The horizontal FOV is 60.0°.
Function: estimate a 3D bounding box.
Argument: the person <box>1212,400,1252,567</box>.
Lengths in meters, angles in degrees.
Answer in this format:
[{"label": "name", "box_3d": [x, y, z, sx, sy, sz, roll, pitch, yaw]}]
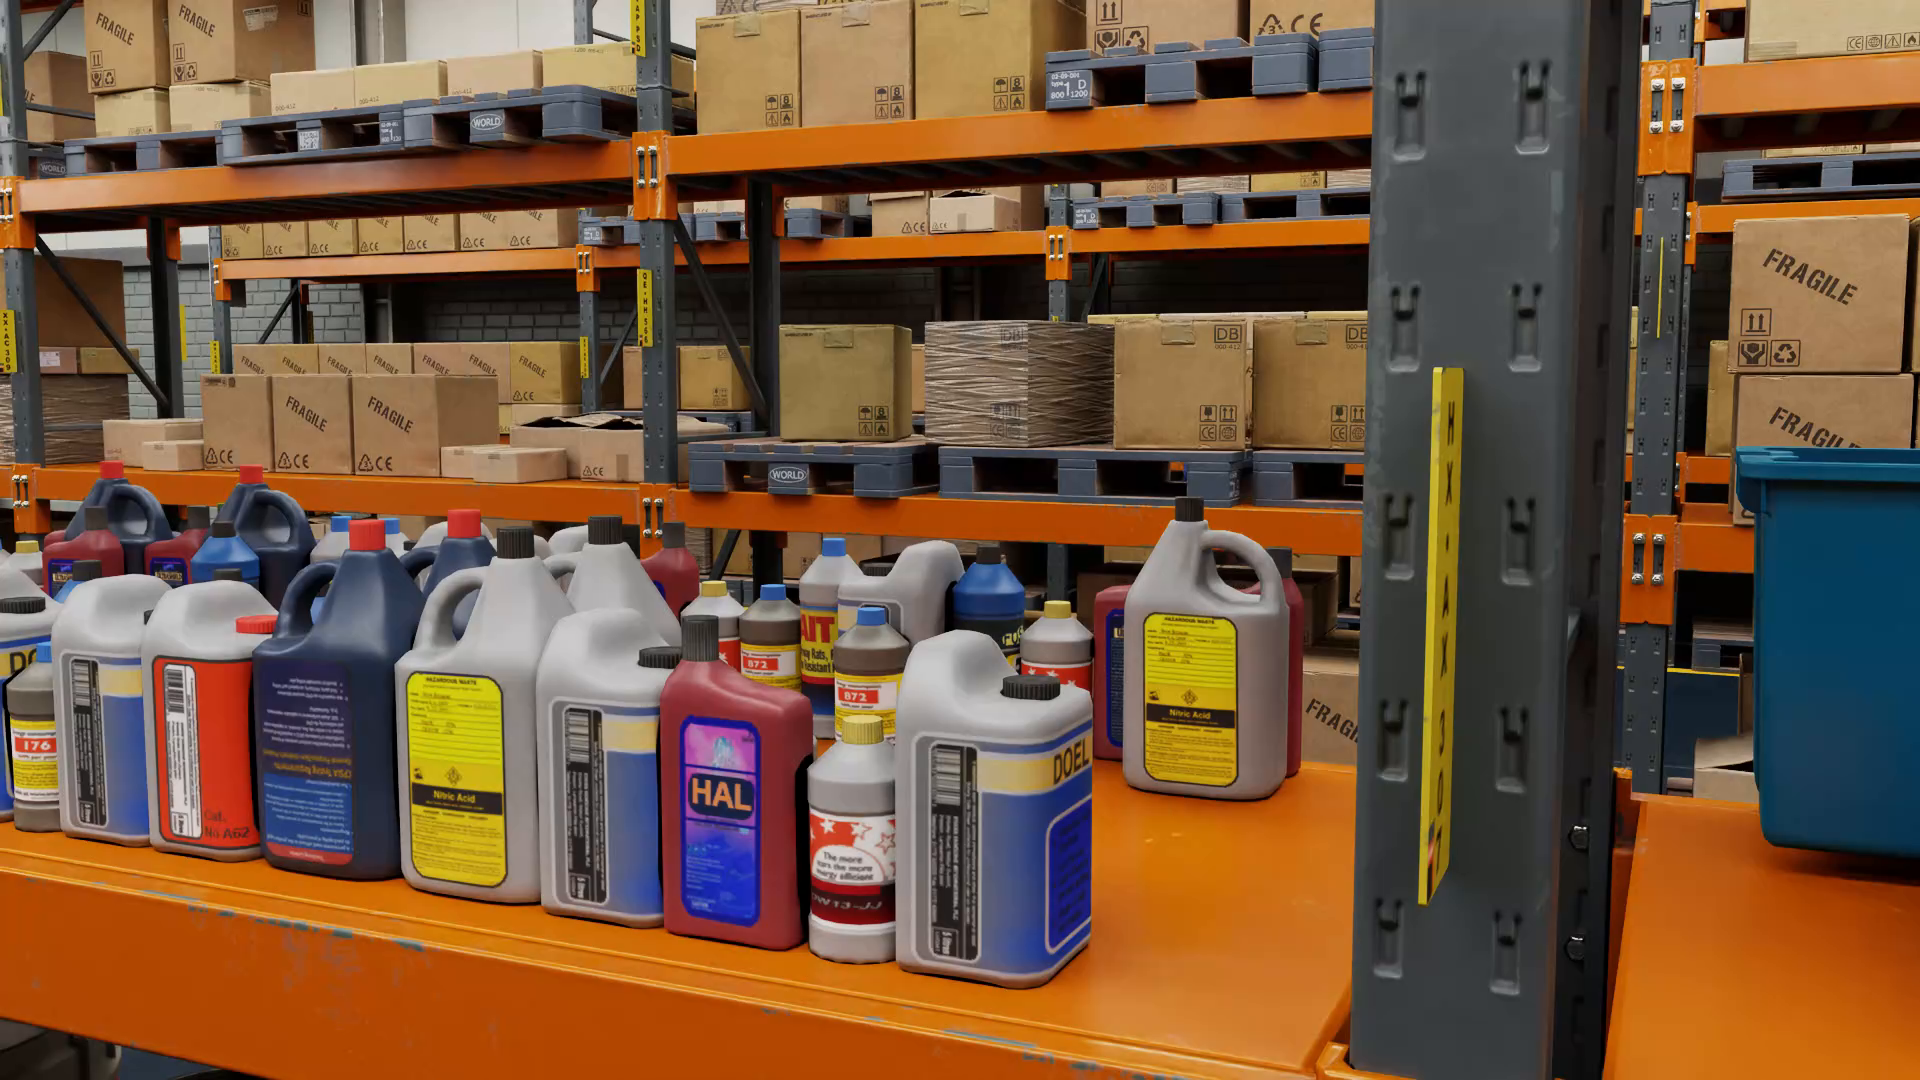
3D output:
[{"label": "person", "box_3d": [1.511, 0.041, 9.126, 0.482, 1.649, 0.466, 3, 6, 27]}]
